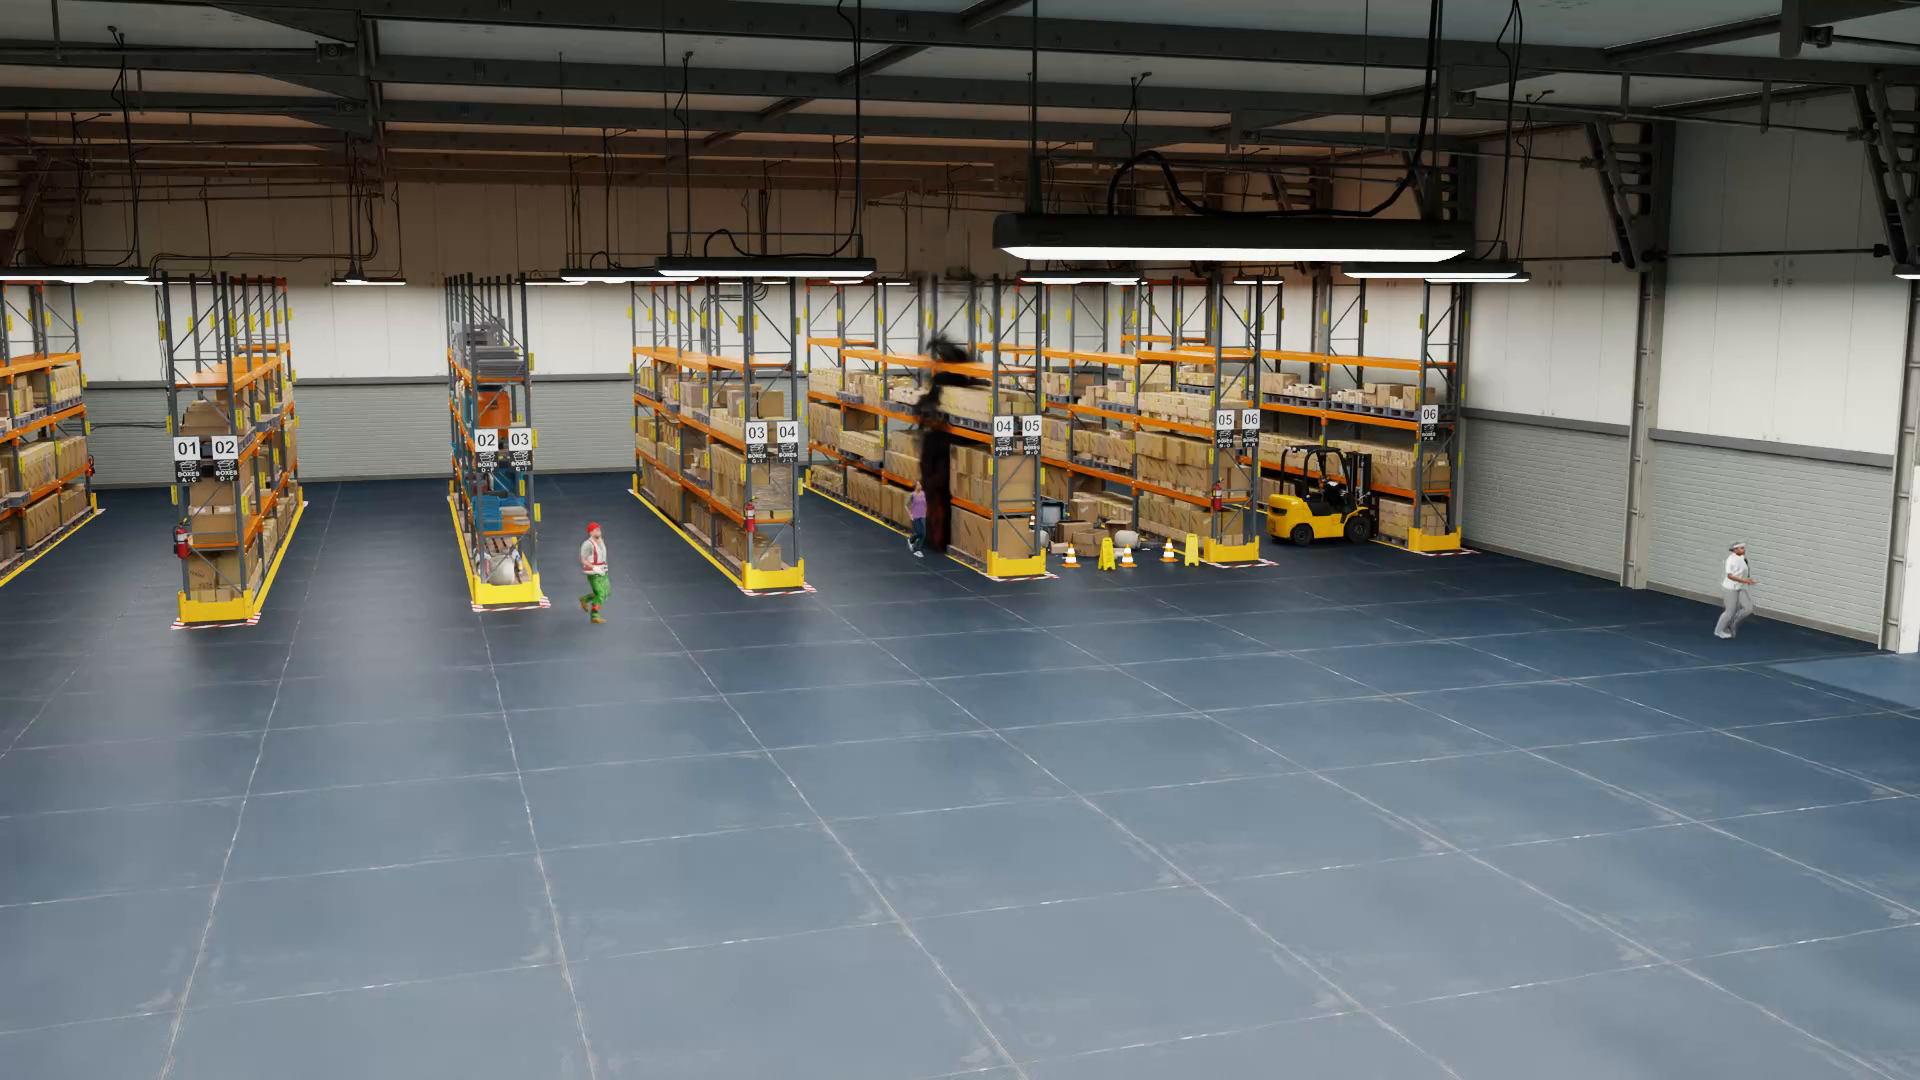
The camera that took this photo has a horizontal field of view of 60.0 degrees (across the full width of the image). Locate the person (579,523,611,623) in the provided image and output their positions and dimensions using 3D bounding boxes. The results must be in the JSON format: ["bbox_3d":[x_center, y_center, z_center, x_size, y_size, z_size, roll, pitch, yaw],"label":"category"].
[{"bbox_3d":[-6.305,0.558,28.636,0.678,1.747,0.670,4,9,23],"label":"person"}]

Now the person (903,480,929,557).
[{"bbox_3d":[-0.864,-0.446,33.996,0.544,1.568,0.489,-6,10,-33],"label":"person"}]

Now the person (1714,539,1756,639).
[{"bbox_3d":[12.728,0.807,27.211,0.594,1.683,0.638,-7,11,-38],"label":"person"}]
